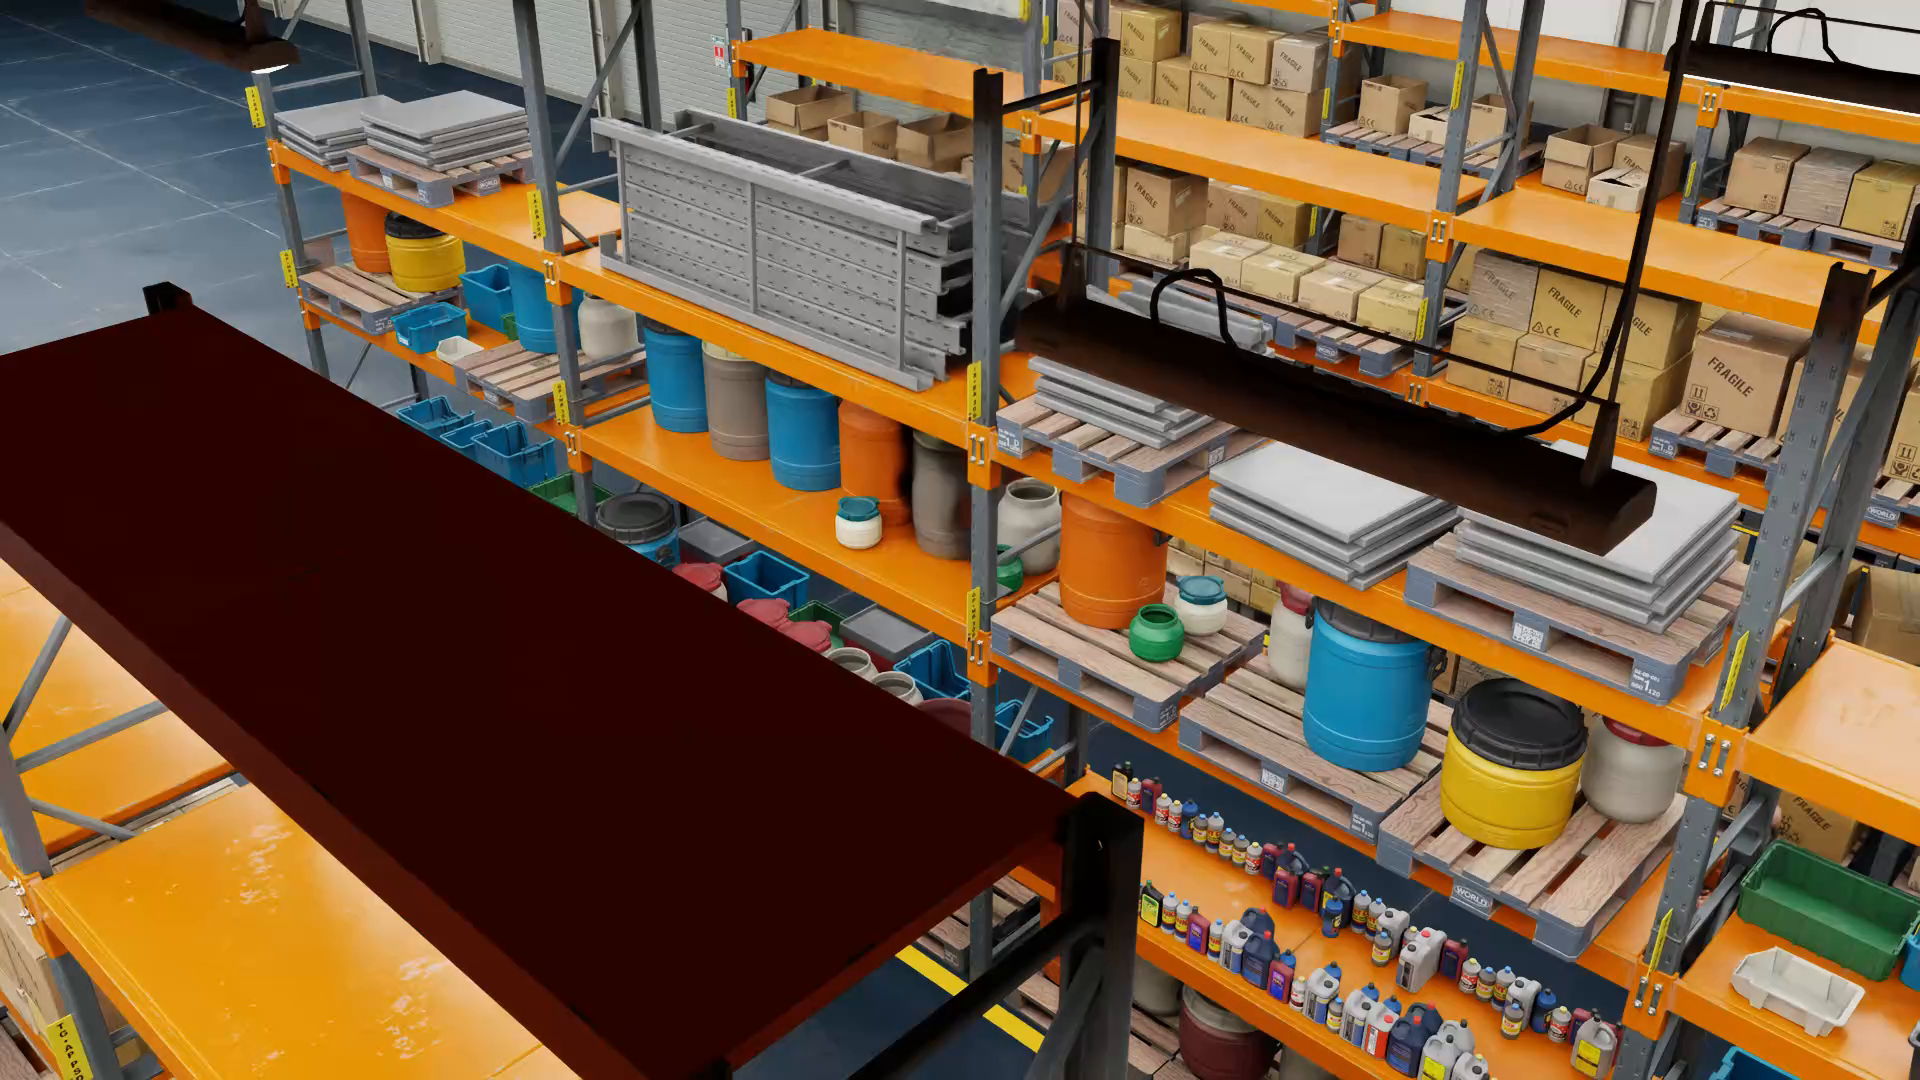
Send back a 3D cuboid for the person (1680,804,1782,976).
[{"bbox_3d":[4.883,2.313,10.439,0.624,1.678,0.660,14,32,23],"label":"person"}]
